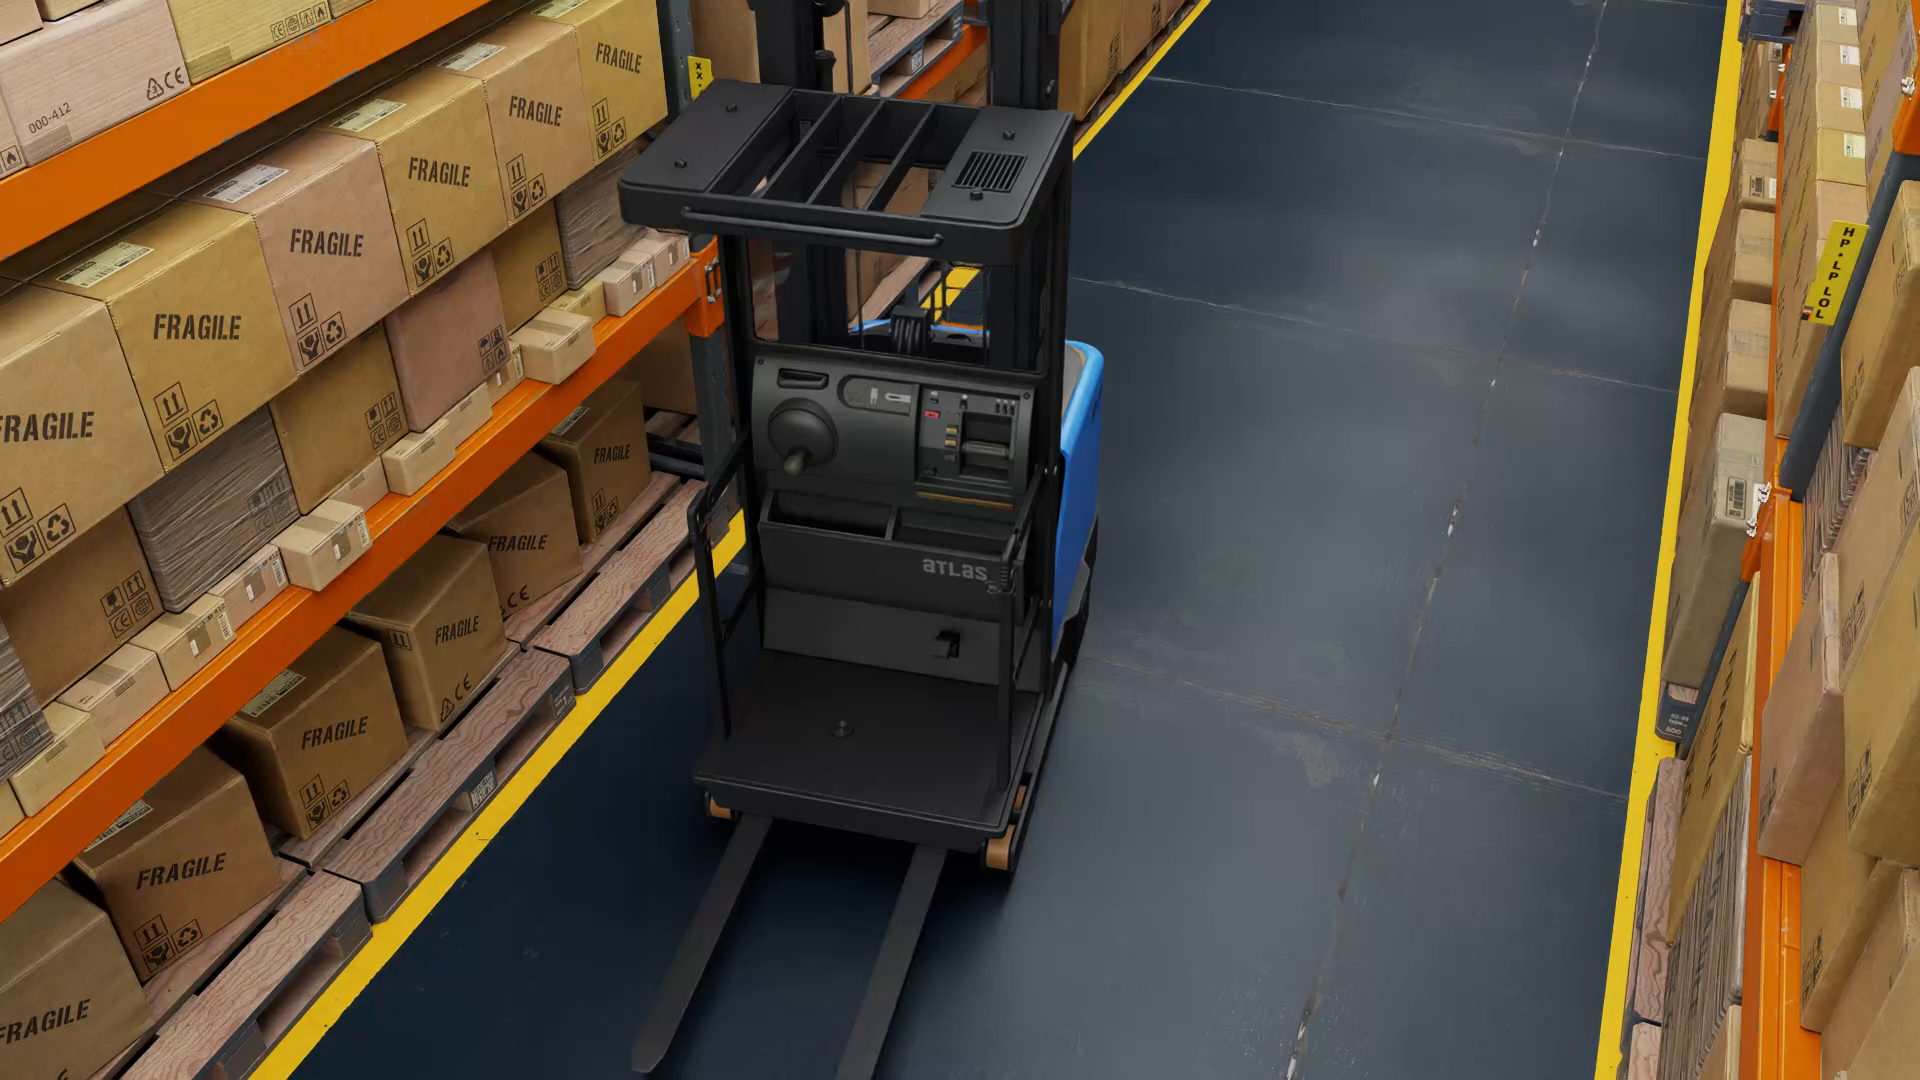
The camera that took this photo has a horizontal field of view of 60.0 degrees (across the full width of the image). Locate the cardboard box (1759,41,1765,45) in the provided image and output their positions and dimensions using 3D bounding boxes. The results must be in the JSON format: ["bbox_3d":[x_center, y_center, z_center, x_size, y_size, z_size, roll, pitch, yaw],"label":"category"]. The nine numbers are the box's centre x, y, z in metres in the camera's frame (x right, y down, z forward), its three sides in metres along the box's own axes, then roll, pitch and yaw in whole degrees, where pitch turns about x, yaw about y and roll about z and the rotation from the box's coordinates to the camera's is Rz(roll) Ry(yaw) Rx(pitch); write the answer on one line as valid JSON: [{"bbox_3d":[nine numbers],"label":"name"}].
[{"bbox_3d":[5.209,-2.894,10.353,0.500,0.500,0.500,15,39,19],"label":"cardboard box"}]

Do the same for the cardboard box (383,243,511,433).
[{"bbox_3d":[-2.018,-0.774,5.448,0.875,0.500,0.500,14,39,18],"label":"cardboard box"}]

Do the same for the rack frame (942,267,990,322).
[{"bbox_3d":[0.043,-0.604,7.056,0.240,1.200,0.006,8,38,11],"label":"rack frame"}]

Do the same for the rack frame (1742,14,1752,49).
[{"bbox_3d":[6.122,-4.662,10.981,1.000,3.000,0.127,14,39,18],"label":"rack frame"}]

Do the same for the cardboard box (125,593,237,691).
[{"bbox_3d":[-2.264,0.245,4.627,0.380,0.149,0.250,14,39,18],"label":"cardboard box"}]

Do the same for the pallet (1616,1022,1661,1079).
[{"bbox_3d":[2.254,1.966,4.444,1.003,0.211,1.213,14,39,18],"label":"pallet"}]

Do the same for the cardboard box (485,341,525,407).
[{"bbox_3d":[-1.744,-0.598,5.755,0.380,0.149,0.250,14,39,18],"label":"cardboard box"}]

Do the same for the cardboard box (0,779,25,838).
[{"bbox_3d":[-2.550,0.660,4.072,0.380,0.149,0.250,14,39,18],"label":"cardboard box"}]

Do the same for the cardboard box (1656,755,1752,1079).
[{"bbox_3d":[2.435,1.283,4.452,0.875,0.875,0.875,14,39,18],"label":"cardboard box"}]

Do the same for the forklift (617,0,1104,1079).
[{"bbox_3d":[-0.272,-0.293,5.194,1.130,2.935,3.031,8,38,11],"label":"forklift"}]

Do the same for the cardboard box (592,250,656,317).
[{"bbox_3d":[-1.384,-0.995,6.286,0.380,0.149,0.250,14,39,18],"label":"cardboard box"}]

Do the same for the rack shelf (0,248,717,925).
[{"bbox_3d":[-2.231,-0.023,5.376,1.077,0.370,4.000,14,39,18],"label":"rack shelf"}]

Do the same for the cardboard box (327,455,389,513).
[{"bbox_3d":[-2.030,-0.183,5.200,0.380,0.149,0.250,14,39,18],"label":"cardboard box"}]

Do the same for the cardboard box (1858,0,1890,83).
[{"bbox_3d":[4.036,-2.076,6.604,0.700,0.500,0.500,13,39,17],"label":"cardboard box"}]

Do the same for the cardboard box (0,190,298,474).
[{"bbox_3d":[-2.145,-0.558,4.324,0.500,0.500,0.500,14,39,18],"label":"cardboard box"}]

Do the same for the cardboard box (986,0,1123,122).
[{"bbox_3d":[0.334,-3.327,10.620,1.225,0.875,0.875,12,38,16],"label":"cardboard box"}]

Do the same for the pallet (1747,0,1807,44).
[{"bbox_3d":[4.773,-2.789,8.636,1.213,0.211,1.003,14,39,18],"label":"pallet"}]

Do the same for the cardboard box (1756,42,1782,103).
[{"bbox_3d":[4.800,-2.635,9.380,0.500,0.250,0.500,14,39,18],"label":"cardboard box"}]

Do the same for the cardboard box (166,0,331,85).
[{"bbox_3d":[-1.993,-1.402,4.241,0.500,0.250,0.500,15,39,19],"label":"cardboard box"}]

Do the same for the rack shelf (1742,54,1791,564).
[{"bbox_3d":[3.840,-1.052,6.752,1.077,0.370,4.000,14,39,18],"label":"rack shelf"}]

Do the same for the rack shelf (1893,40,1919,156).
[{"bbox_3d":[2.318,-0.038,2.891,1.077,0.370,4.000,14,39,18],"label":"rack shelf"}]

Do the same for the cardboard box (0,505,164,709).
[{"bbox_3d":[-2.678,0.035,4.366,0.875,0.500,0.500,14,39,18],"label":"cardboard box"}]

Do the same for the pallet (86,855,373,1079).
[{"bbox_3d":[-2.621,1.430,5.161,1.003,0.211,1.213,14,39,18],"label":"pallet"}]

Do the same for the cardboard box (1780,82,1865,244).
[{"bbox_3d":[3.605,-1.463,6.619,0.500,0.500,0.500,13,39,17],"label":"cardboard box"}]

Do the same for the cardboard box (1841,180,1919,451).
[{"bbox_3d":[2.906,-0.529,4.424,0.875,0.550,0.550,14,39,18],"label":"cardboard box"}]

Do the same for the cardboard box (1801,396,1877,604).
[{"bbox_3d":[2.949,-0.085,4.734,0.875,0.550,0.550,14,39,18],"label":"cardboard box"}]

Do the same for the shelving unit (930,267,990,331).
[{"bbox_3d":[0.022,-0.551,6.984,0.258,1.200,0.189,8,38,11],"label":"shelving unit"}]

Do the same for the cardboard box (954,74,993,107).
[{"bbox_3d":[-0.184,-2.432,9.719,0.700,0.500,0.500,12,38,15],"label":"cardboard box"}]

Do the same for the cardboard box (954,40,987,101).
[{"bbox_3d":[-0.175,-2.730,9.492,0.500,0.250,0.500,15,39,20],"label":"cardboard box"}]

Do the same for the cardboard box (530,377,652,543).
[{"bbox_3d":[-1.659,-0.373,6.980,0.500,0.500,0.500,13,39,16],"label":"cardboard box"}]

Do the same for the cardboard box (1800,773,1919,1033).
[{"bbox_3d":[2.338,0.813,3.532,0.875,0.550,0.500,14,39,18],"label":"cardboard box"}]

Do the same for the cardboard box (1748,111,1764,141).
[{"bbox_3d":[4.609,-2.038,9.208,0.500,0.500,0.500,14,39,18],"label":"cardboard box"}]

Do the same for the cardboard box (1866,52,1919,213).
[{"bbox_3d":[3.456,-1.234,5.477,0.700,0.500,0.500,13,39,17],"label":"cardboard box"}]

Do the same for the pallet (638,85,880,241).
[{"bbox_3d":[-1.045,-1.731,7.221,1.003,0.211,1.213,14,39,18],"label":"pallet"}]

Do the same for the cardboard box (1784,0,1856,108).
[{"bbox_3d":[4.180,-2.300,7.738,0.500,0.500,0.500,14,39,18],"label":"cardboard box"}]

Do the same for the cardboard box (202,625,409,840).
[{"bbox_3d":[-2.287,0.606,5.670,0.500,0.500,0.500,18,40,22],"label":"cardboard box"}]

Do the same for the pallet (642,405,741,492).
[{"bbox_3d":[-1.175,-0.733,8.054,1.003,0.211,1.213,14,39,18],"label":"pallet"}]

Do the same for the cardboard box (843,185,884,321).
[{"bbox_3d":[-0.805,-1.498,8.469,0.700,0.500,0.500,11,38,14],"label":"cardboard box"}]

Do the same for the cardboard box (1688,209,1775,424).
[{"bbox_3d":[3.956,-0.913,7.494,1.050,0.750,0.750,14,39,18],"label":"cardboard box"}]

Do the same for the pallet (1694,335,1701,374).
[{"bbox_3d":[4.231,-0.911,8.292,1.003,0.211,1.213,14,39,18],"label":"pallet"}]

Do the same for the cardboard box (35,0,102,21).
[{"bbox_3d":[-2.147,-1.317,3.793,0.380,0.149,0.250,12,38,16],"label":"cardboard box"}]

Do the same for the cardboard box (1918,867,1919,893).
[{"bbox_3d":[2.196,0.688,2.796,0.875,0.550,0.550,14,39,18],"label":"cardboard box"}]

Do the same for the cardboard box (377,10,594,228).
[{"bbox_3d":[-1.576,-1.389,5.436,0.500,0.500,0.500,14,39,18],"label":"cardboard box"}]

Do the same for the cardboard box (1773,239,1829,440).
[{"bbox_3d":[3.030,-0.622,5.494,0.500,0.500,0.500,14,39,17],"label":"cardboard box"}]

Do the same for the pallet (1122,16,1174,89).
[{"bbox_3d":[0.887,-3.608,11.901,1.003,0.211,1.213,14,39,18],"label":"pallet"}]
